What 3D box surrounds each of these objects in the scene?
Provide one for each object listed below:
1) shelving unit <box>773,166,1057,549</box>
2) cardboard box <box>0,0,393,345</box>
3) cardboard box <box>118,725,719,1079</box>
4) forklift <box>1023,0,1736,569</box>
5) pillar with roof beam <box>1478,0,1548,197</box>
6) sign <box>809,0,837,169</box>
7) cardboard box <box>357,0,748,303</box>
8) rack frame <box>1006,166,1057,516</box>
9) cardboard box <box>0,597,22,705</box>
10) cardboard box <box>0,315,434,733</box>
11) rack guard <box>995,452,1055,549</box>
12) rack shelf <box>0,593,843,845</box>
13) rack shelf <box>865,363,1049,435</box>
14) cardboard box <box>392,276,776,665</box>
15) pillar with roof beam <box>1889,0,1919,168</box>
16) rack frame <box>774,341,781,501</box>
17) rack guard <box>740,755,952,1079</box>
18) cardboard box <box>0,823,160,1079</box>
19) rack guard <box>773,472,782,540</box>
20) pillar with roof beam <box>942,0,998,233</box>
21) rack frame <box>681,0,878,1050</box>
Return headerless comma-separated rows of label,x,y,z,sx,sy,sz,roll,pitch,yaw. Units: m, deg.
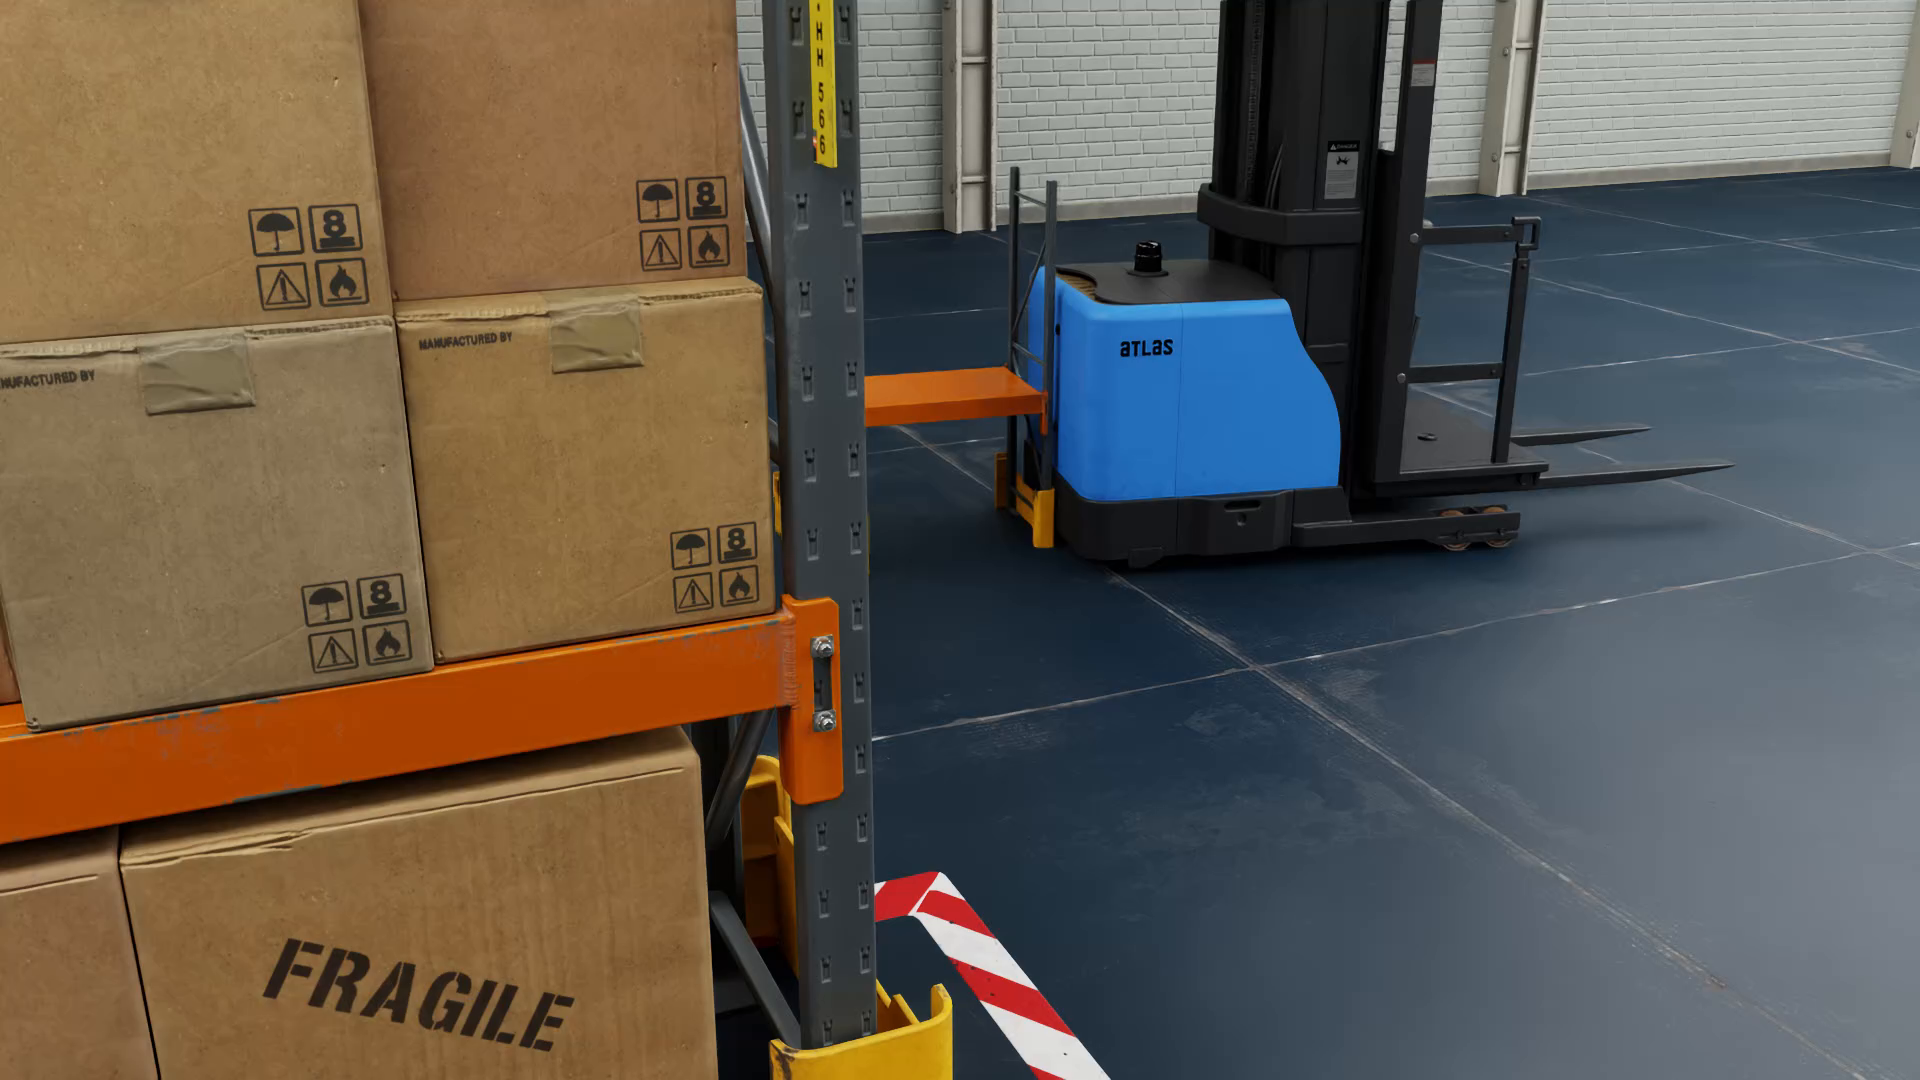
shelving unit,-0.202,-0.719,6.806,1.083,1.500,0.587,-6,20,-16
cardboard box,-1.230,-0.667,2.548,0.550,0.550,0.875,-8,21,-22
cardboard box,-1.001,0.689,3.116,0.875,0.875,0.875,-8,21,-22
forklift,1.855,-1.504,6.880,3.031,2.935,1.130,-4,20,-12
pillar with roof beam,7.299,-6.513,11.969,0.400,9.000,9.100,-8,21,-22
sign,-0.203,-0.715,2.436,0.005,0.325,0.100,-8,21,-22
cardboard box,-0.761,-0.768,2.834,0.550,0.550,0.875,-8,21,-22
rack frame,0.293,-0.769,6.947,0.032,1.500,0.500,-6,20,-16
cardboard box,-1.788,-0.118,2.616,0.550,0.550,0.875,-8,21,-22
cardboard box,-1.224,-0.154,2.716,0.550,0.550,0.875,-8,21,-22
rack guard,0.275,-0.177,7.149,0.087,0.250,0.587,-6,20,-16
rack shelf,-2.241,0.378,2.515,4.000,0.370,1.077,-8,21,-22
rack shelf,-0.194,-0.550,6.869,1.000,0.185,0.538,-6,20,-16
cardboard box,-0.728,-0.233,2.940,0.550,0.550,0.875,-8,21,-22
pillar with roof beam,12.809,-7.302,14.211,0.400,9.000,9.100,-8,21,-22
rack frame,-0.680,-0.672,6.671,0.032,1.500,0.500,-6,20,-16
rack guard,-0.383,0.951,3.567,0.348,0.500,1.175,-8,21,-22
cardboard box,-1.809,0.805,2.785,0.875,0.875,0.875,-9,21,-23
rack guard,-0.679,-0.082,6.879,0.087,0.250,0.587,-6,20,-16
pillar with roof beam,1.790,-5.723,9.728,0.400,9.000,9.100,-8,21,-22
rack frame,-0.405,-0.225,3.143,0.127,3.000,1.000,-8,21,-22
